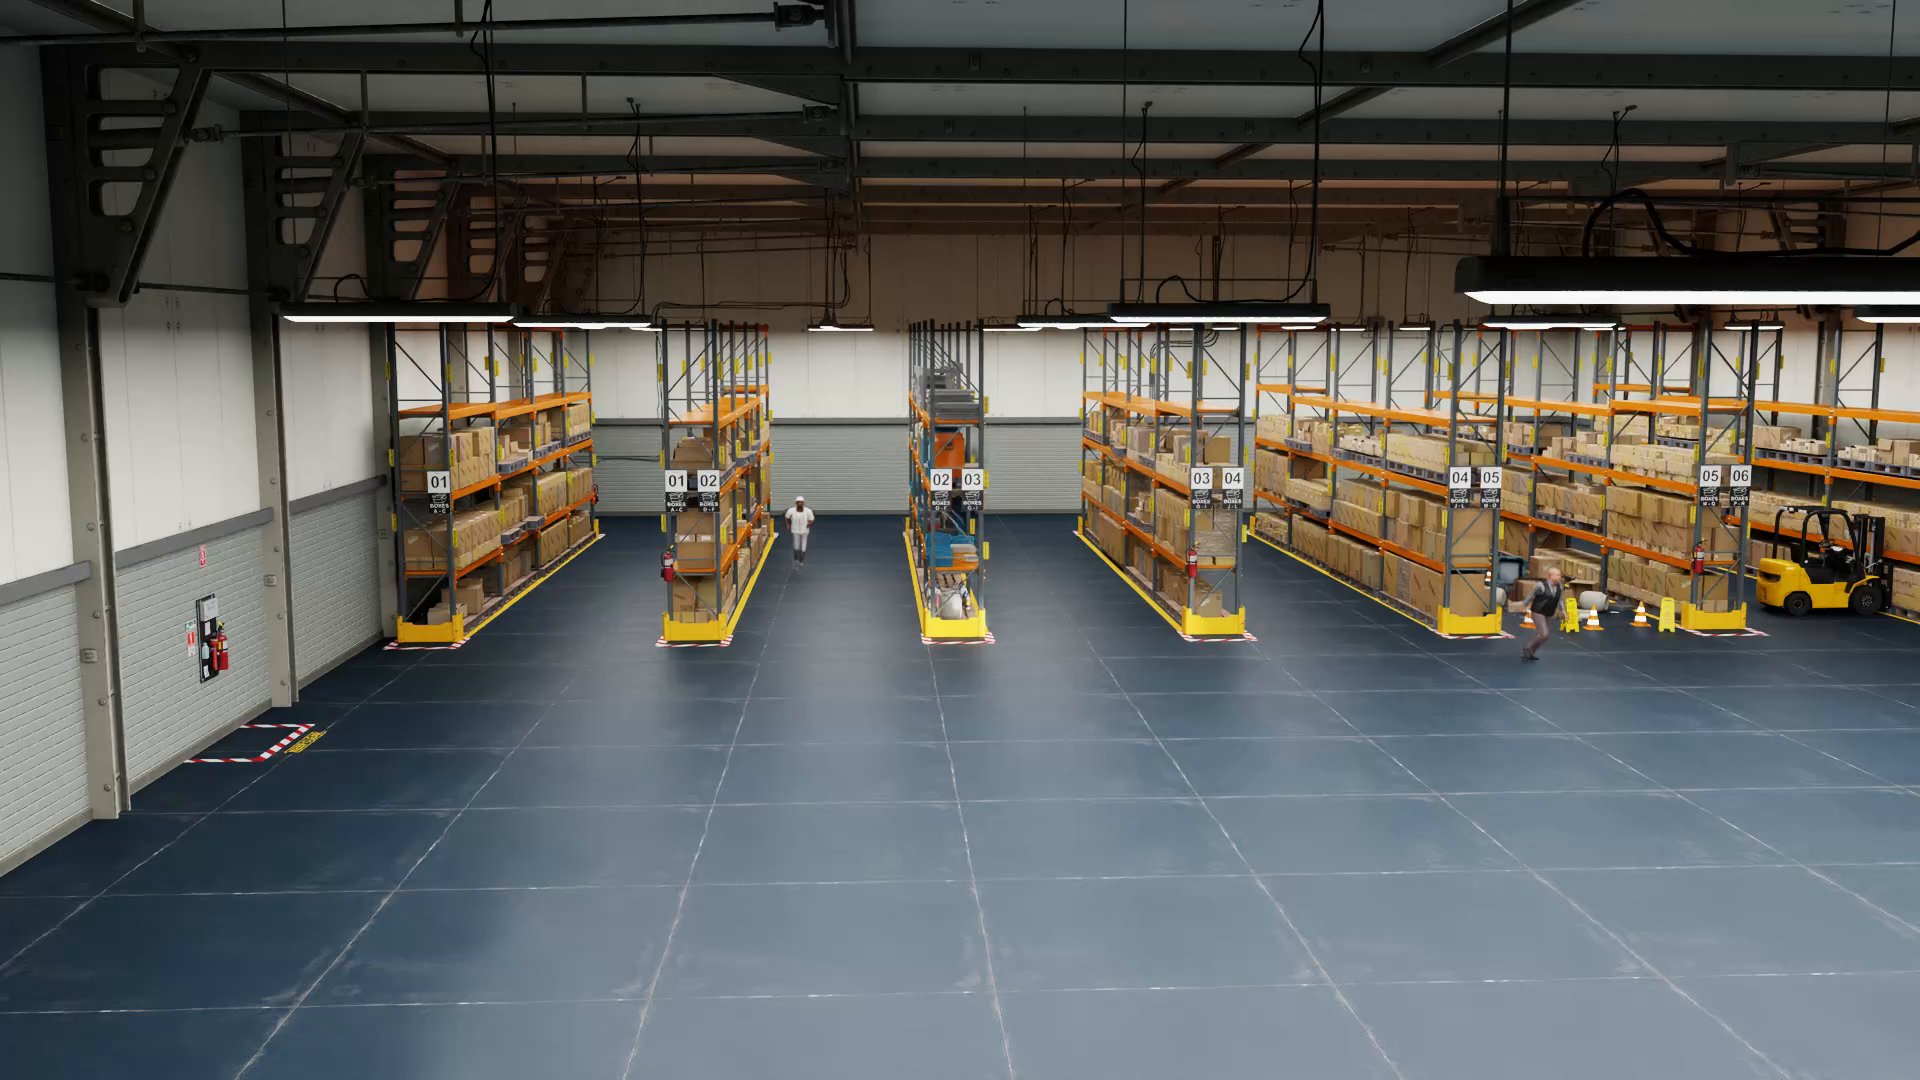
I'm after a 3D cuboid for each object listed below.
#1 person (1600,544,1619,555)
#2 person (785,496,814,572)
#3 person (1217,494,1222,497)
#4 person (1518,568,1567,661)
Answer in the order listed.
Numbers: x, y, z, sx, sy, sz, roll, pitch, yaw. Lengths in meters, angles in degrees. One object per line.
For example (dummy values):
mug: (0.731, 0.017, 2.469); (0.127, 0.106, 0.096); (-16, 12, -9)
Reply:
person: (16.059, -0.191, 40.962); (0.714, 1.733, 0.984); (-1, 7, -8)
person: (-3.740, -0.140, 38.837); (0.684, 1.772, 0.640); (-1, 7, -9)
person: (7.312, -0.916, 46.780); (0.649, 1.754, 0.747); (0, 7, 0)
person: (10.224, 1.306, 29.097); (0.642, 1.663, 0.710); (-4, 8, -28)
